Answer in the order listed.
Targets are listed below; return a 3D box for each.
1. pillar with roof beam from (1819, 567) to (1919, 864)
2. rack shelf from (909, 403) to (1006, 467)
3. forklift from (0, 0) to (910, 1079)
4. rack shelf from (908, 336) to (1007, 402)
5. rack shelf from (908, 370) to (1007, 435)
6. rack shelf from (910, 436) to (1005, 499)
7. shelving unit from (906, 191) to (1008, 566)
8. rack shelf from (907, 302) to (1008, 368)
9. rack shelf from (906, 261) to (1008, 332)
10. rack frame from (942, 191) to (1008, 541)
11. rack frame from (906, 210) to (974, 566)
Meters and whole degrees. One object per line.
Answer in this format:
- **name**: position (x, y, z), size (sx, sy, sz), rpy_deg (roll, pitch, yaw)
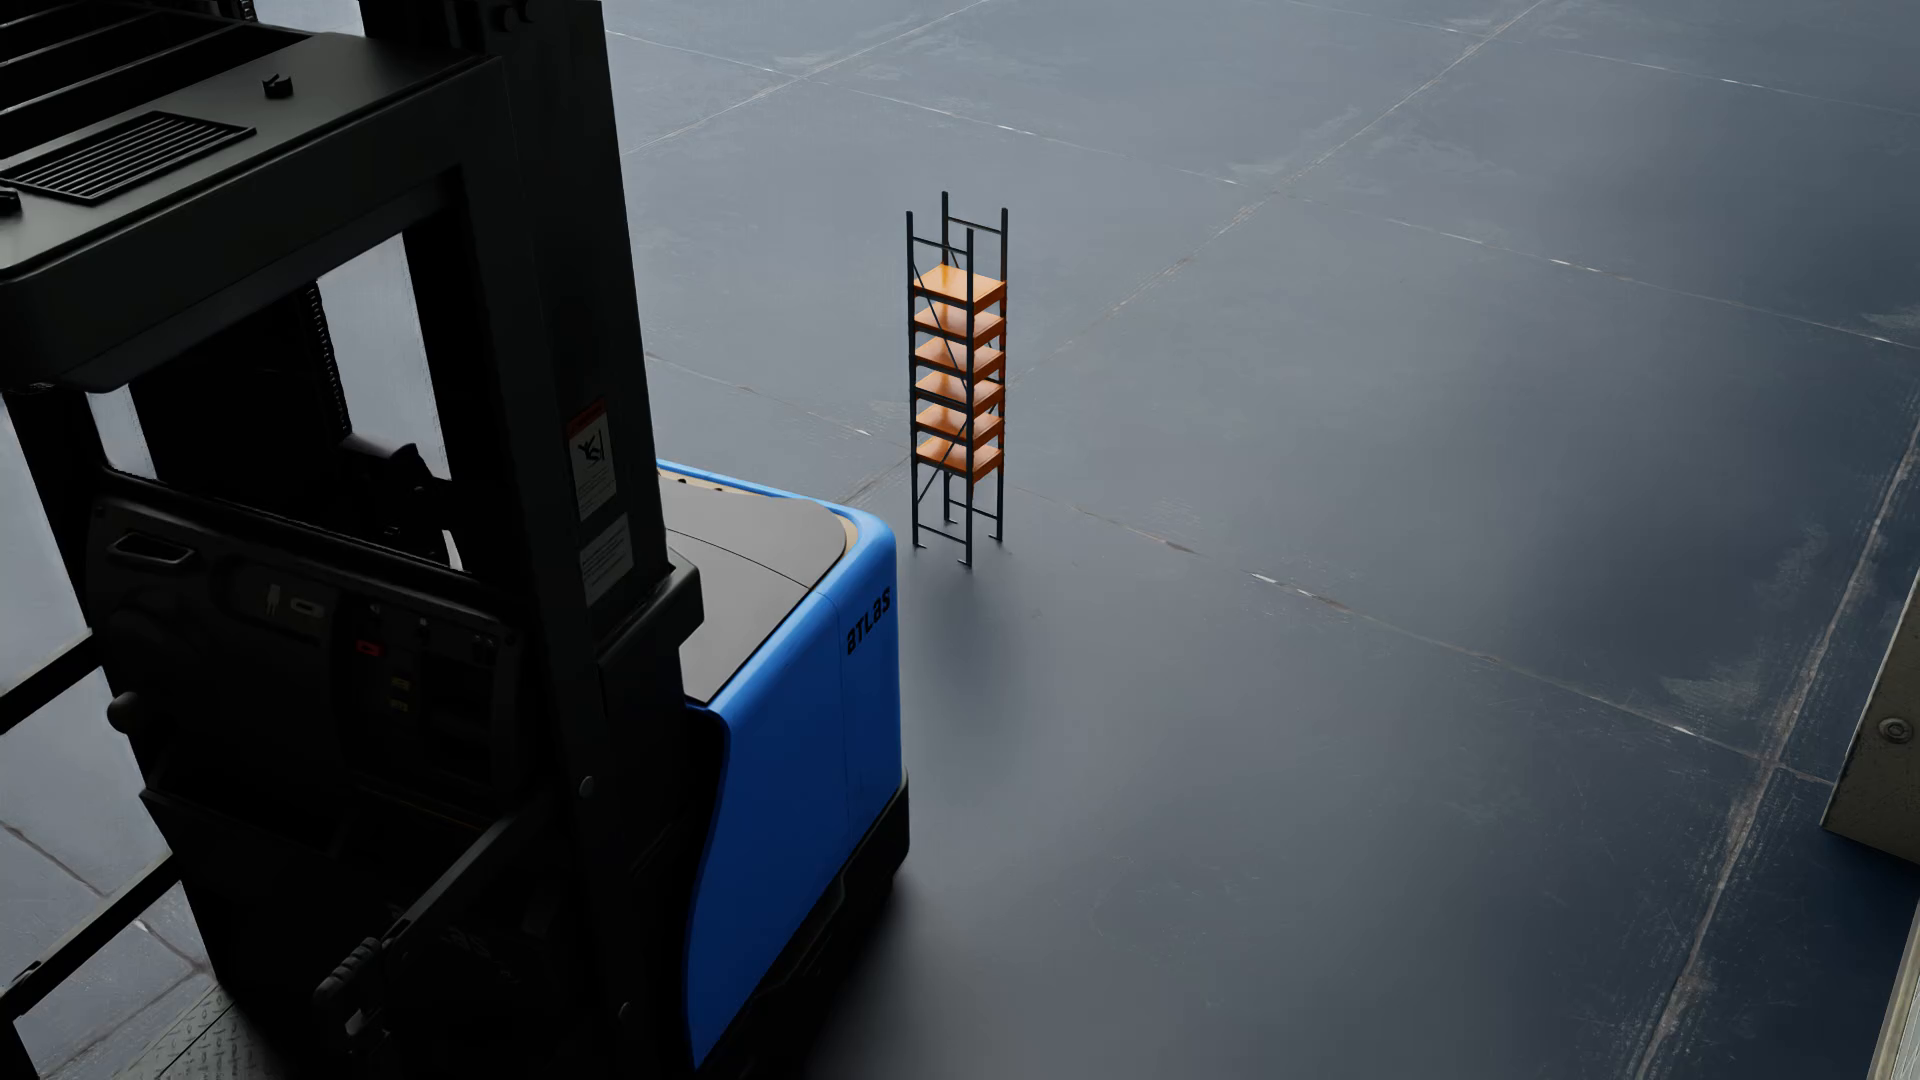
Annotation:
- **pillar with roof beam**: position (-0.971, -4.370, 4.079), size (9.100, 9.000, 0.400), rpy_deg (21, 39, 28)
- **rack shelf**: position (-0.008, -0.354, 5.396), size (0.258, 0.103, 0.180), rpy_deg (21, 39, 28)
- **forklift**: position (-1.203, 0.262, 2.646), size (1.130, 2.935, 3.031), rpy_deg (14, 37, 20)
- **rack shelf**: position (-0.008, -0.553, 5.262), size (0.258, 0.103, 0.180), rpy_deg (21, 39, 28)
- **rack shelf**: position (-0.008, -0.454, 5.329), size (0.258, 0.103, 0.180), rpy_deg (21, 39, 28)
- **rack shelf**: position (-0.008, -0.255, 5.464), size (0.258, 0.103, 0.180), rpy_deg (21, 39, 28)
- **shelving unit**: position (-0.008, -0.490, 5.304), size (0.258, 1.200, 0.189), rpy_deg (21, 39, 28)
- **rack shelf**: position (-0.008, -0.652, 5.195), size (0.258, 0.103, 0.180), rpy_deg (21, 39, 28)
- **rack shelf**: position (-0.008, -0.752, 5.127), size (0.258, 0.103, 0.180), rpy_deg (21, 39, 28)
- **rack frame**: position (0.044, -0.532, 5.366), size (0.240, 1.200, 0.006), rpy_deg (21, 39, 28)
- **rack frame**: position (-0.060, -0.448, 5.242), size (0.240, 1.200, 0.006), rpy_deg (21, 39, 28)
